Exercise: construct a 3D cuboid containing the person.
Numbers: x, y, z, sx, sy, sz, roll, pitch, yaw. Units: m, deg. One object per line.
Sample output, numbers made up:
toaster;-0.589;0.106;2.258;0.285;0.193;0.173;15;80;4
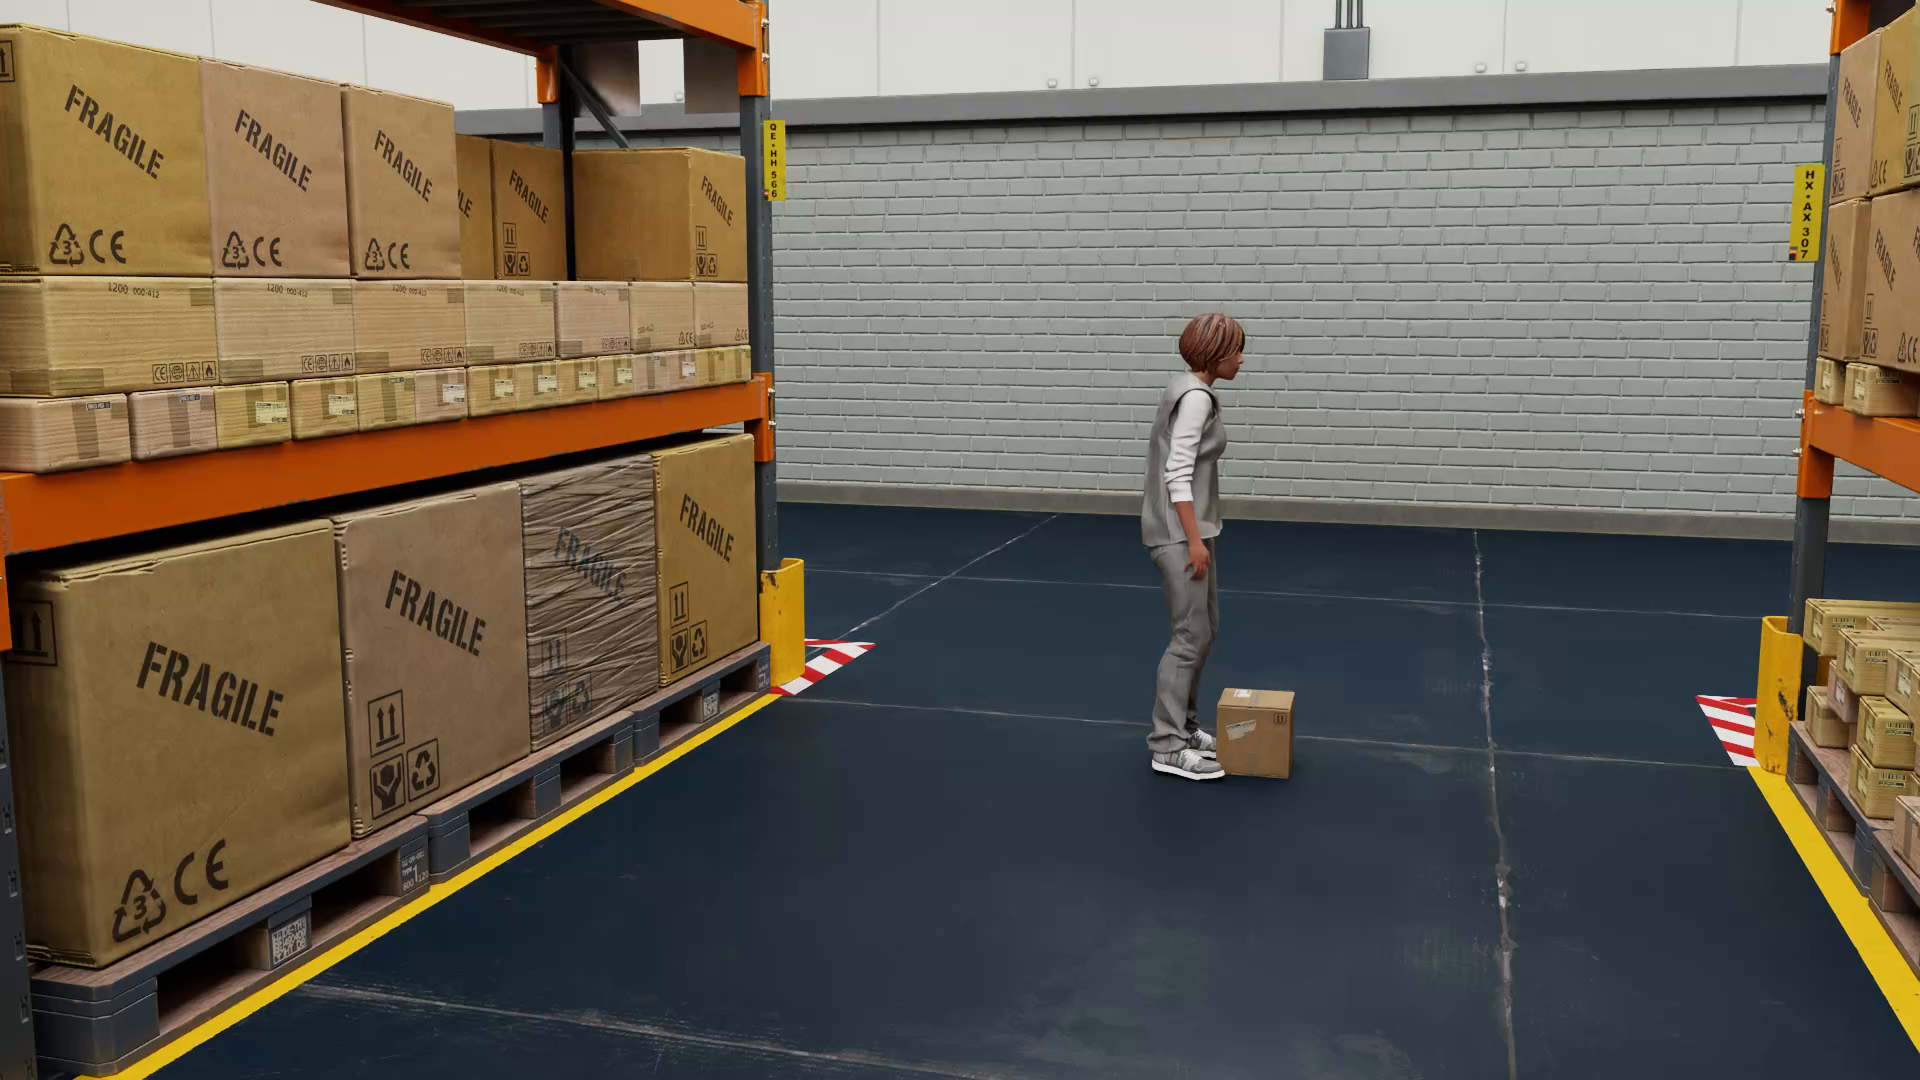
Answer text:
person;0.815;0.126;5.852;0.323;1.352;0.485;2;9;13
